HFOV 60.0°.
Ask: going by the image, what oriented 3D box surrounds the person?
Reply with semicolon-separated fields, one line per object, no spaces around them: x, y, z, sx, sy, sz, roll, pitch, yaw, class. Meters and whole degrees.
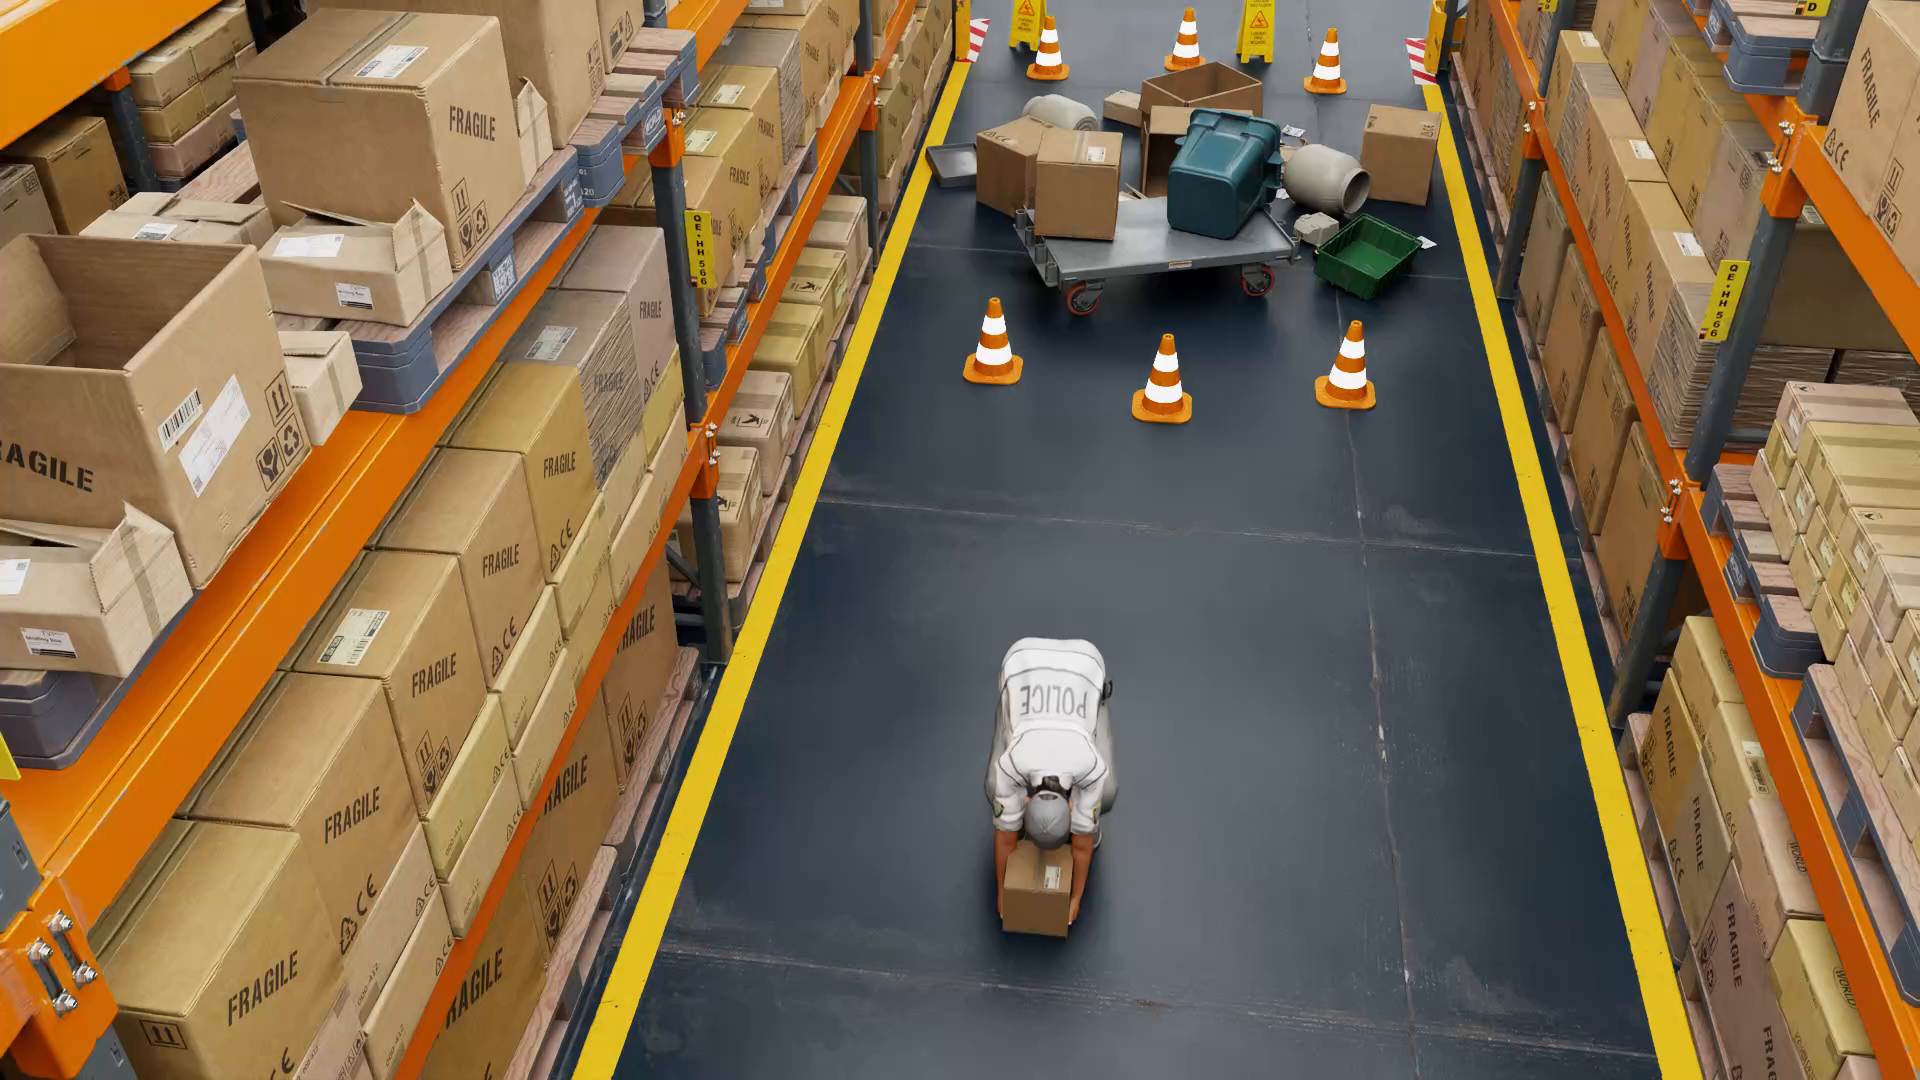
0.351;0.717;6.300;0.457;1.390;0.848;4;37;5;person
